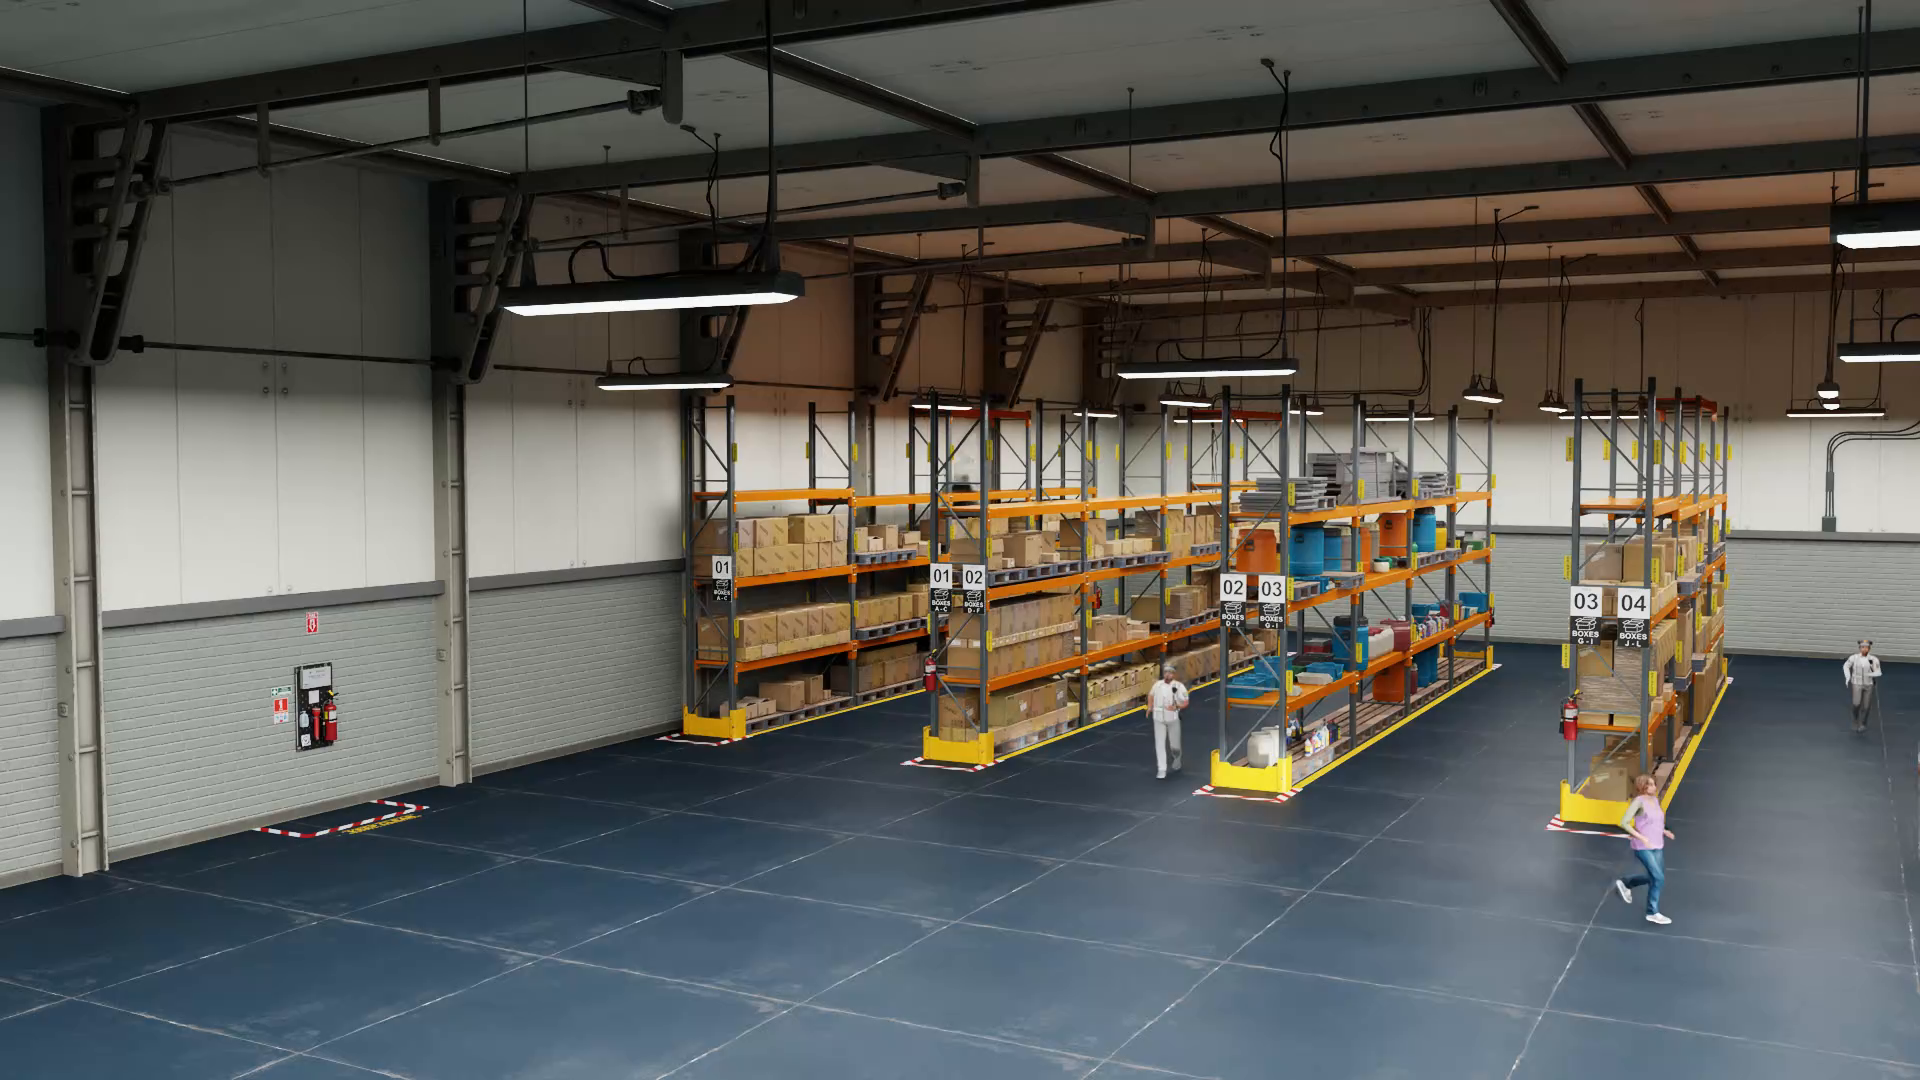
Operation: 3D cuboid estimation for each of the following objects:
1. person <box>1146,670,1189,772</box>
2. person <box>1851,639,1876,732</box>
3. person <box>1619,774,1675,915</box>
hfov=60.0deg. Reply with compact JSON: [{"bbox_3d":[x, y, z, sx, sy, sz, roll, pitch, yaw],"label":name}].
[{"bbox_3d":[3.201,2.771,25.737,0.688,1.637,0.684,1,3,19],"label":"person"},{"bbox_3d":[16.113,2.591,29.663,0.391,1.673,0.472,1,3,24],"label":"person"},{"bbox_3d":[7.315,3.249,17.811,0.542,1.484,0.617,-2,4,-35],"label":"person"}]
